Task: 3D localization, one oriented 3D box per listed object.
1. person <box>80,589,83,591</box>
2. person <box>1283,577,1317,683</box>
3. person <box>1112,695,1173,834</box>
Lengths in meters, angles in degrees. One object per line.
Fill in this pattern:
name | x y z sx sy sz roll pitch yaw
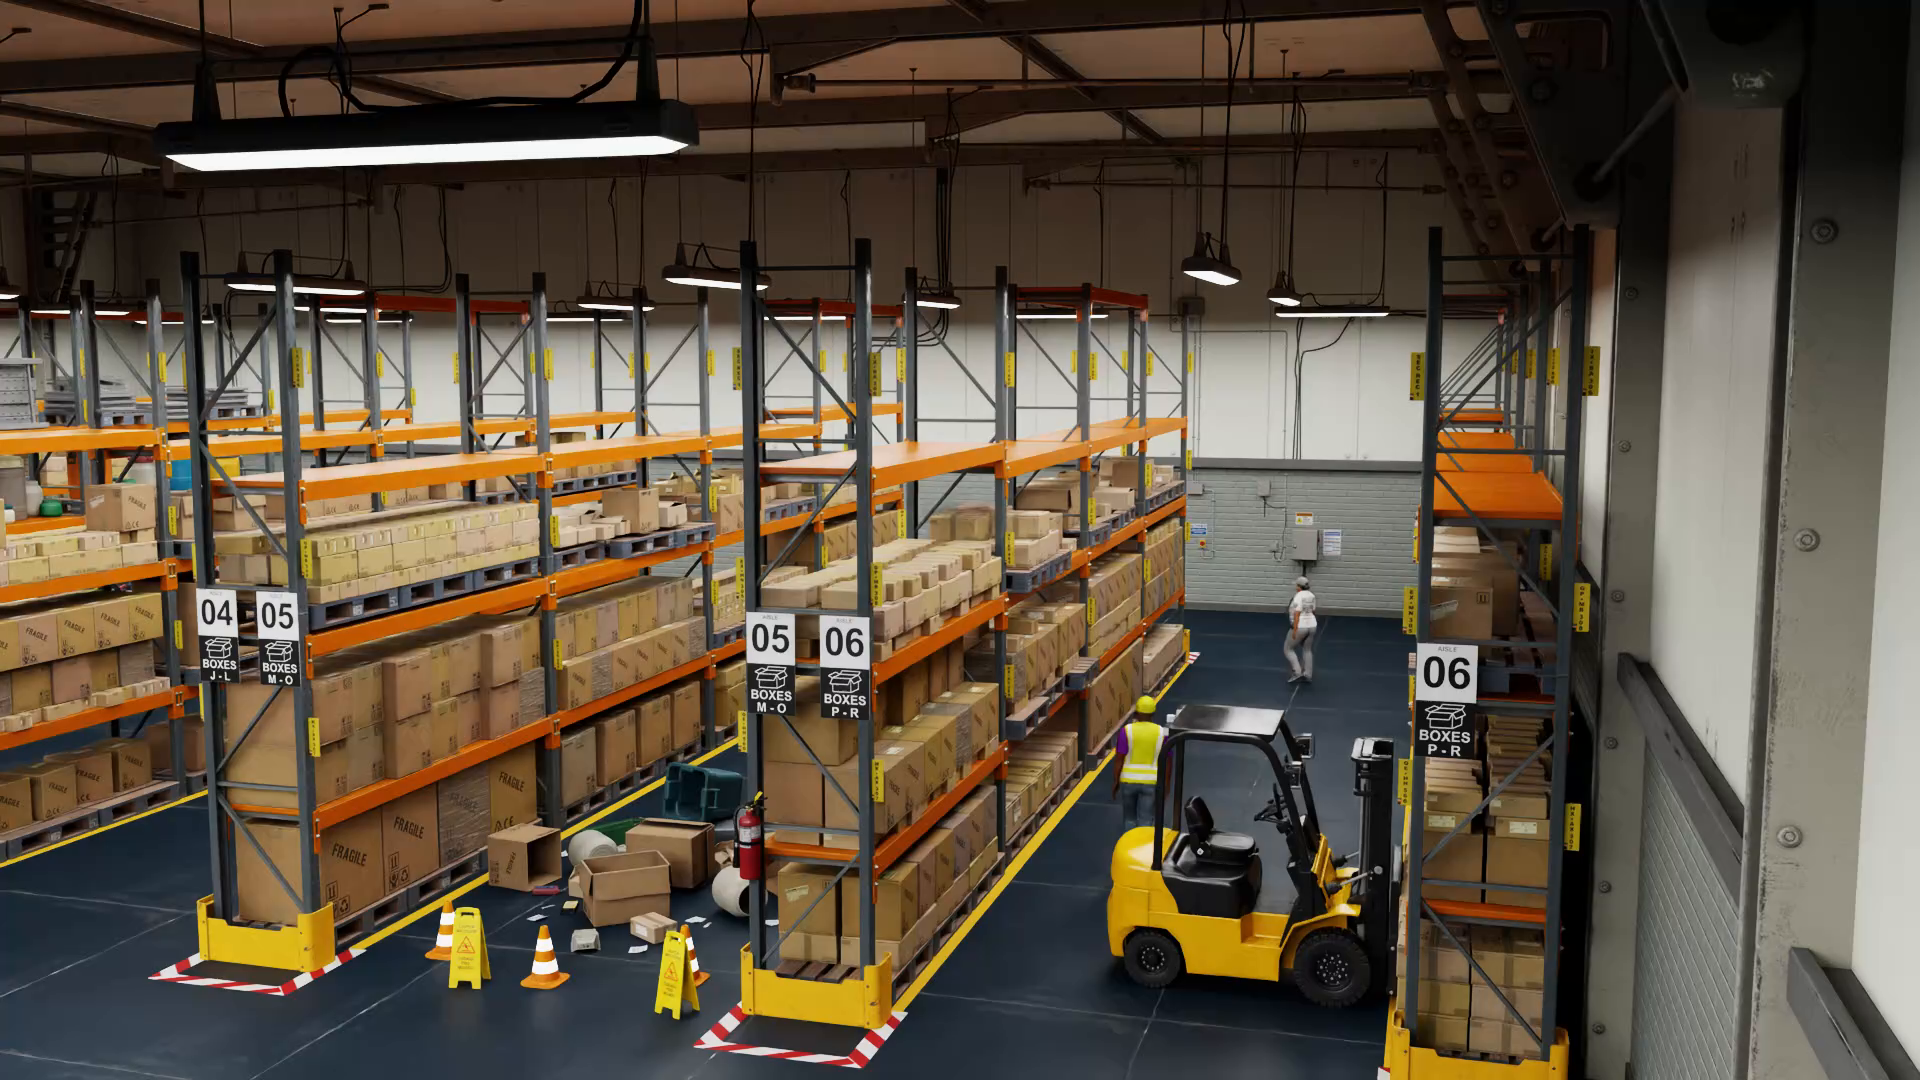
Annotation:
person | -17.637 1.530 23.910 0.864 1.944 11.692 3 7 25
person | 5.379 1.425 26.237 0.536 1.693 0.404 -5 8 -37
person | 1.823 2.460 16.616 0.591 1.810 0.602 1 7 12
